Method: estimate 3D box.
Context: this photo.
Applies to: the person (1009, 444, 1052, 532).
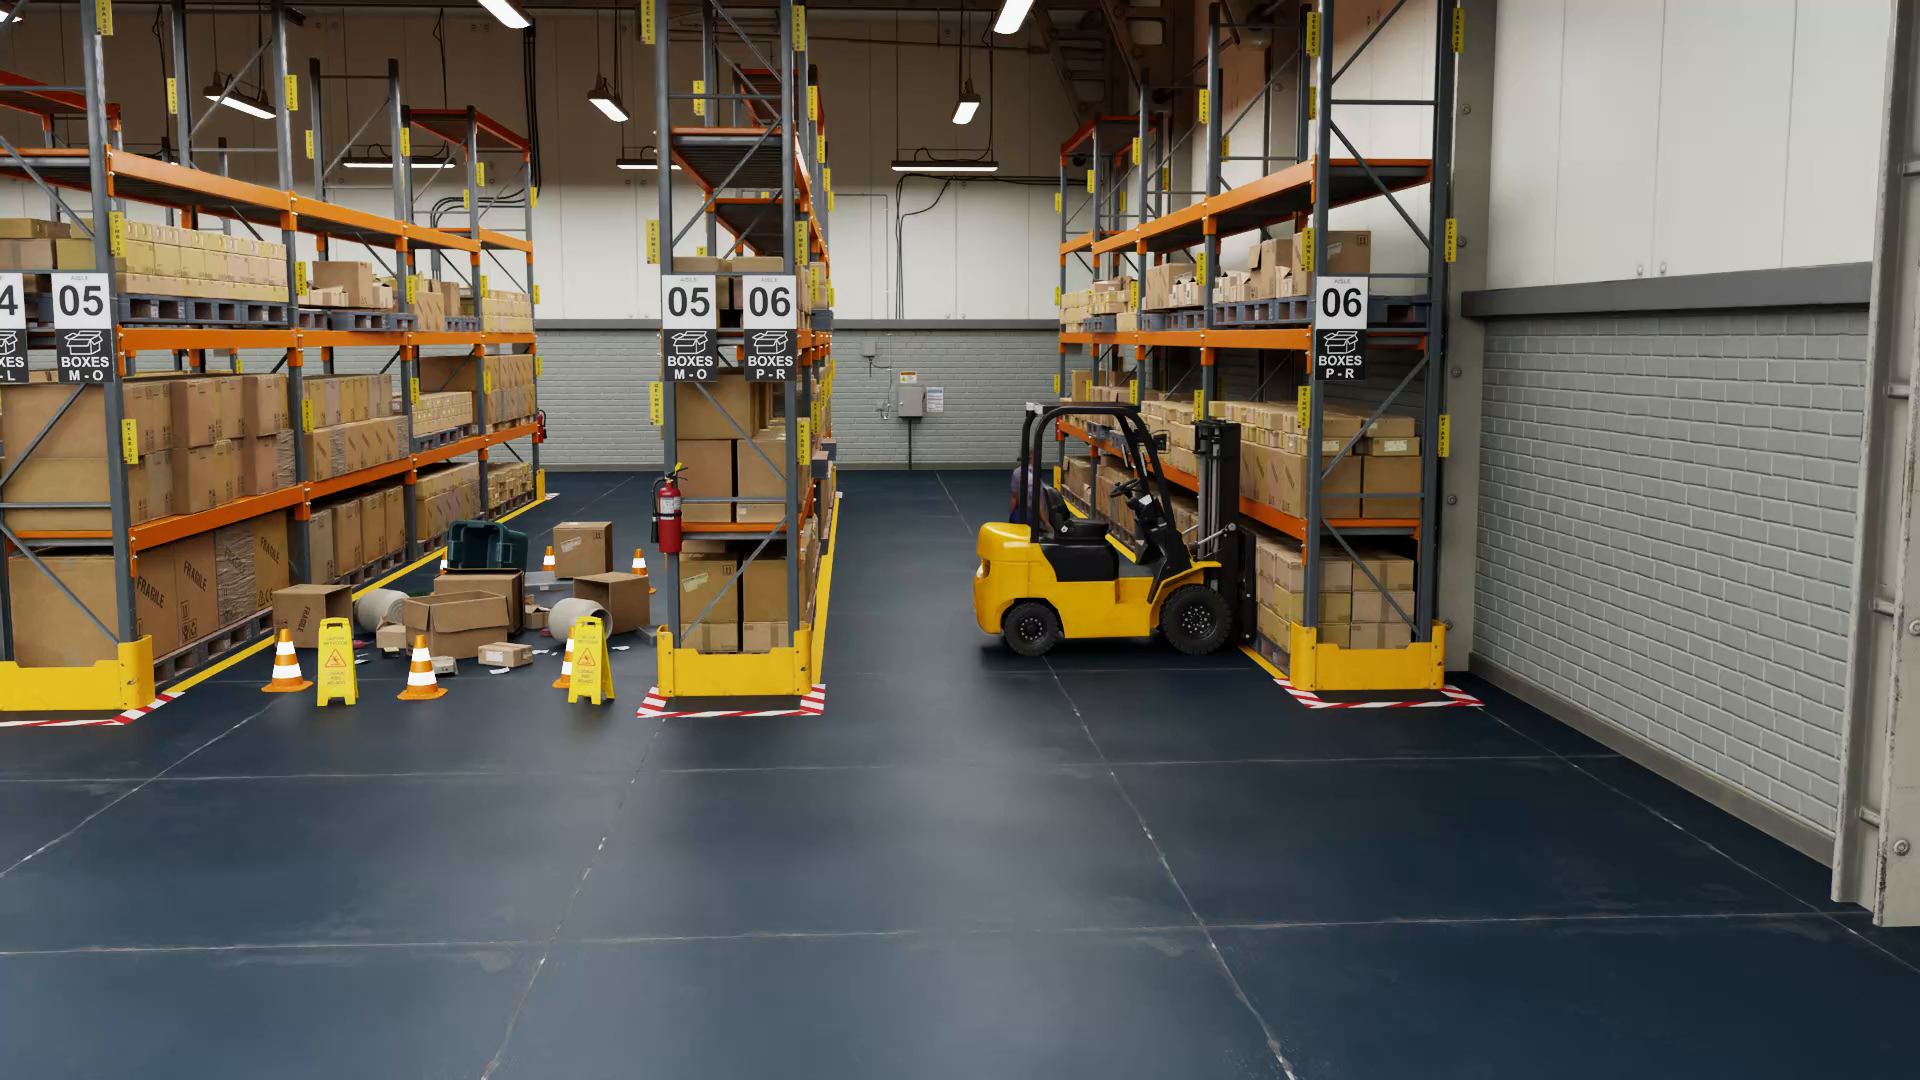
[{"bbox_3d":[0.794,-0.172,17.180,0.815,1.607,0.504,-1,7,-10],"label":"person"}]
